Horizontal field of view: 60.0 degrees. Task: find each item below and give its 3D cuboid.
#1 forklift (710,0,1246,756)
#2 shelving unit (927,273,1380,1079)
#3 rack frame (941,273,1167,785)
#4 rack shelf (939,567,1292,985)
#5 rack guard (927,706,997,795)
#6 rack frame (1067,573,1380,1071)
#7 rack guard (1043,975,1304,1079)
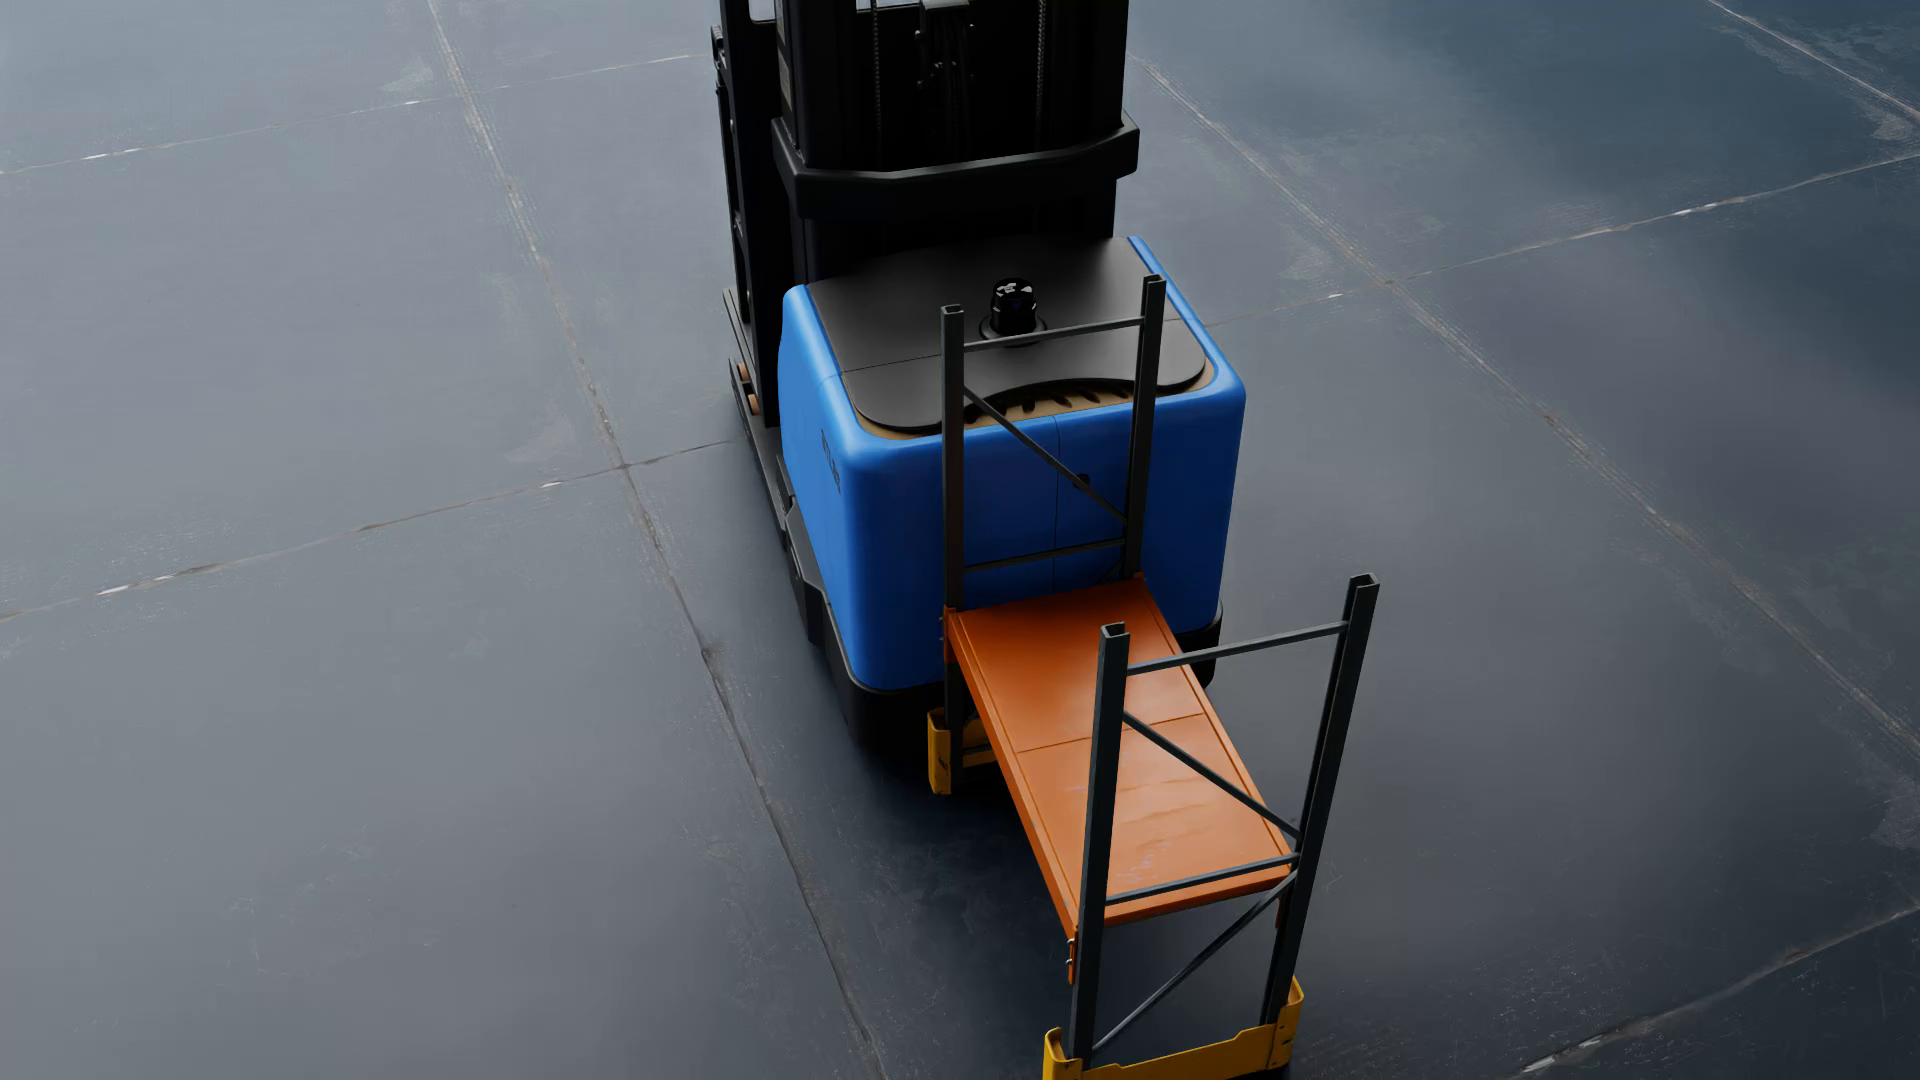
[{"bbox_3d":[-0.167,-1.502,4.749,1.130,2.935,3.031,-10,42,-12],"label":"forklift"},{"bbox_3d":[0.339,0.353,3.689,0.587,1.500,1.083,-10,42,-12],"label":"shelving unit"},{"bbox_3d":[0.204,0.040,4.053,0.500,1.500,0.032,-10,42,-12],"label":"rack frame"},{"bbox_3d":[0.342,0.496,3.799,0.538,0.185,1.000,-10,42,-12],"label":"rack shelf"},{"bbox_3d":[0.204,0.515,4.460,0.587,0.250,0.087,-10,42,-12],"label":"rack guard"},{"bbox_3d":[0.479,0.678,3.311,0.500,1.500,0.032,-10,42,-12],"label":"rack frame"},{"bbox_3d":[0.474,1.140,3.733,0.587,0.250,0.087,-10,42,-12],"label":"rack guard"}]
